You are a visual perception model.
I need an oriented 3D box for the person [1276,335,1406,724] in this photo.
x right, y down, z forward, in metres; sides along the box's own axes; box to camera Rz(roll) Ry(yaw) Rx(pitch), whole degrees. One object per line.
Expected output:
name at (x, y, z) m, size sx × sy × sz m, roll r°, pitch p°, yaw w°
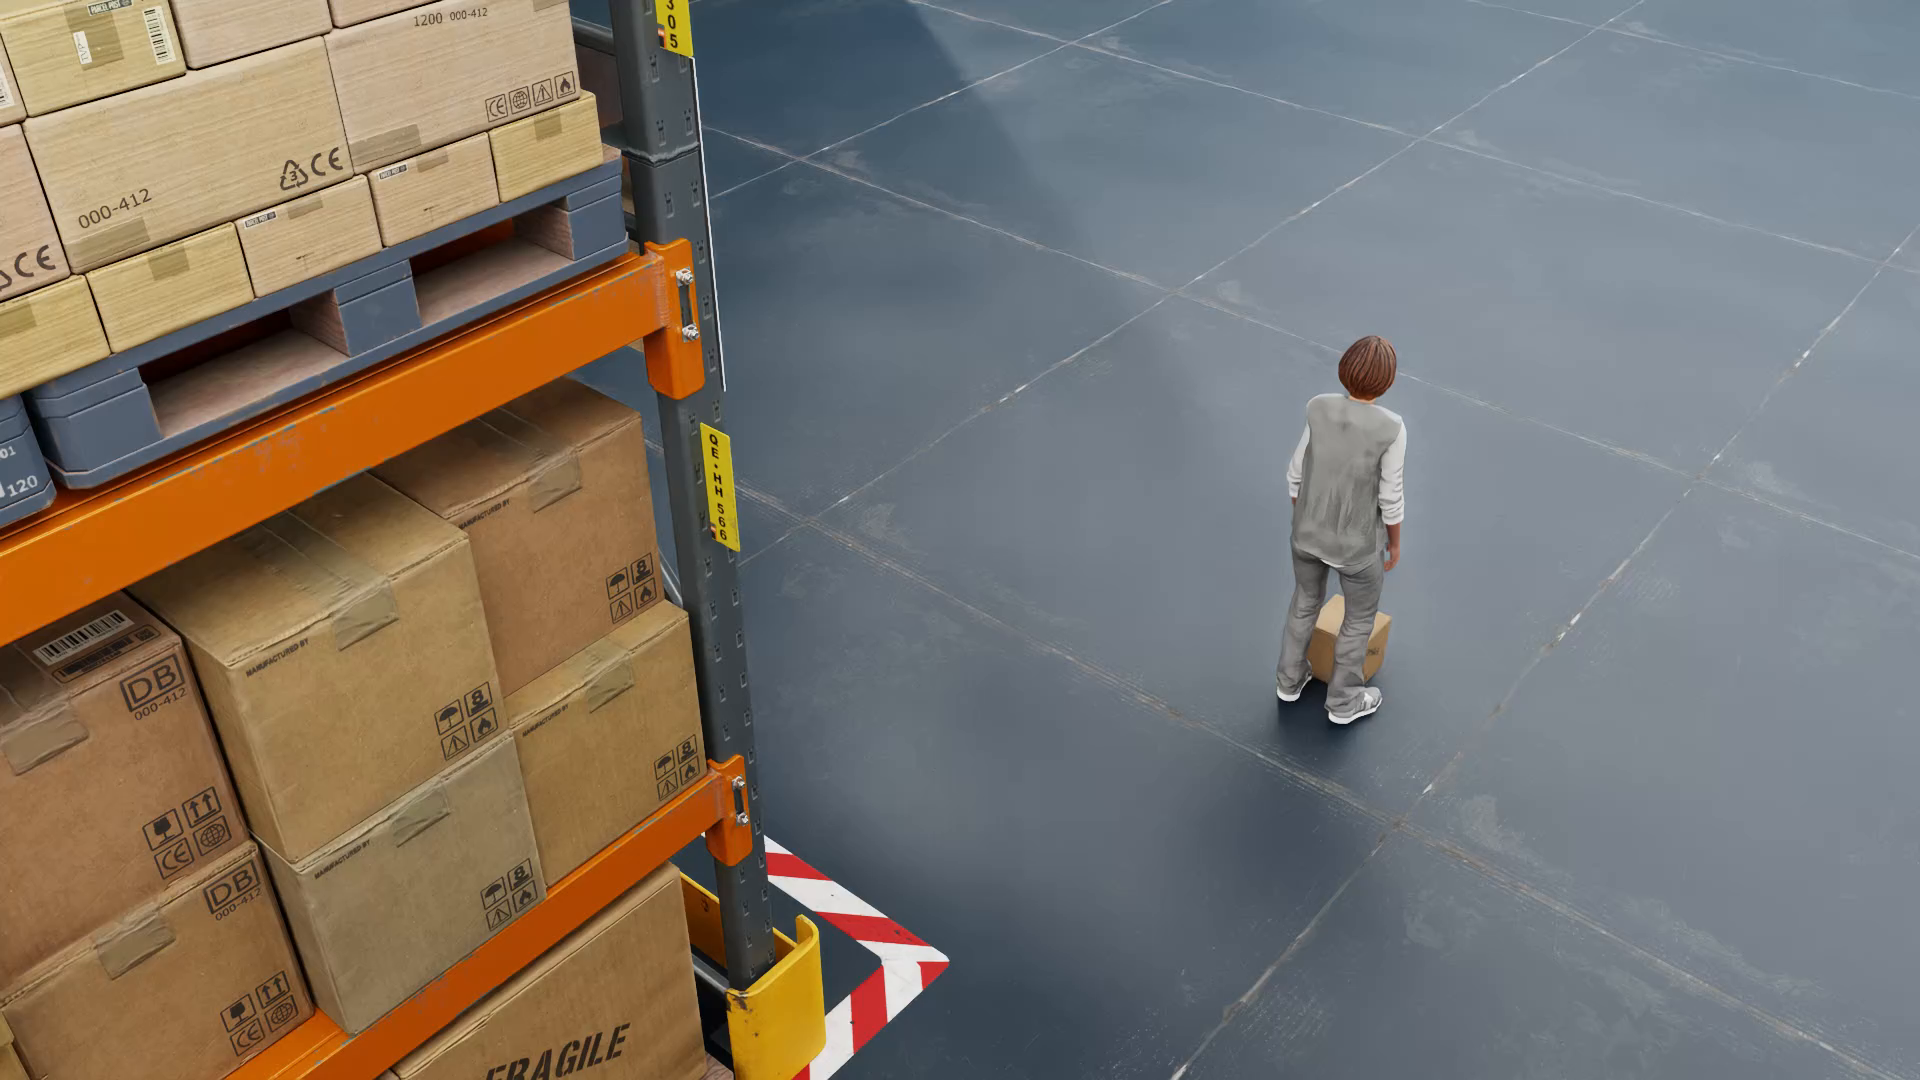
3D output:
person at (1.412, -0.014, 6.174) m, size 0.462 × 1.593 × 0.339 m, roll 24°, pitch 42°, yaw 30°
